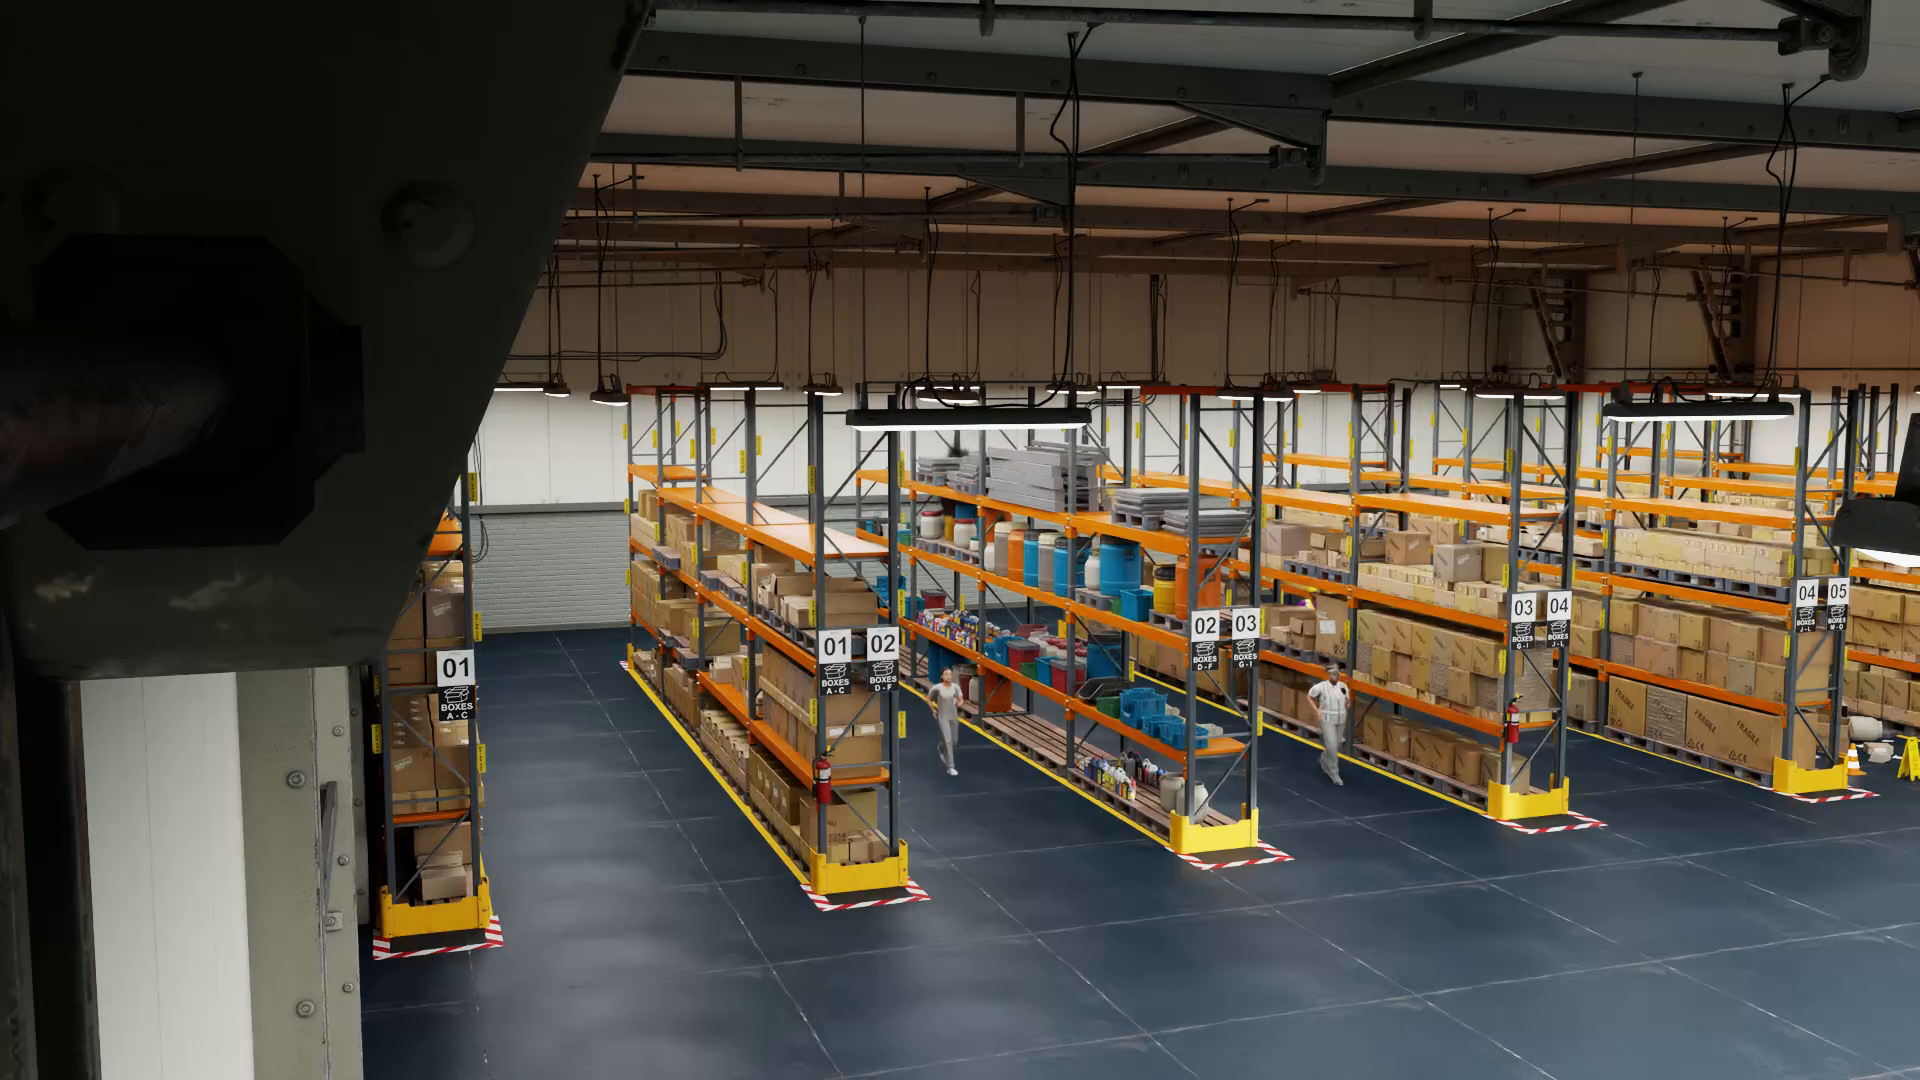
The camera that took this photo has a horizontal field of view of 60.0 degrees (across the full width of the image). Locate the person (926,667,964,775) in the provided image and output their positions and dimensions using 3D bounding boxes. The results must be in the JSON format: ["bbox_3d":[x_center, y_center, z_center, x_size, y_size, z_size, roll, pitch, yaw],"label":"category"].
[{"bbox_3d":[-0.217,2.805,26.118,0.575,1.645,0.914,-2,6,-23],"label":"person"}]

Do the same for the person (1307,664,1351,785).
[{"bbox_3d":[5.729,2.798,25.634,0.653,1.811,0.844,-2,6,-21],"label":"person"}]

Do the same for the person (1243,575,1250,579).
[{"bbox_3d":[6.475,1.628,37.753,0.587,1.657,0.933,-1,6,-10],"label":"person"}]

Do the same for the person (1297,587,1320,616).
[{"bbox_3d":[7.437,1.834,35.040,0.731,1.746,0.930,-1,6,-12],"label":"person"}]
